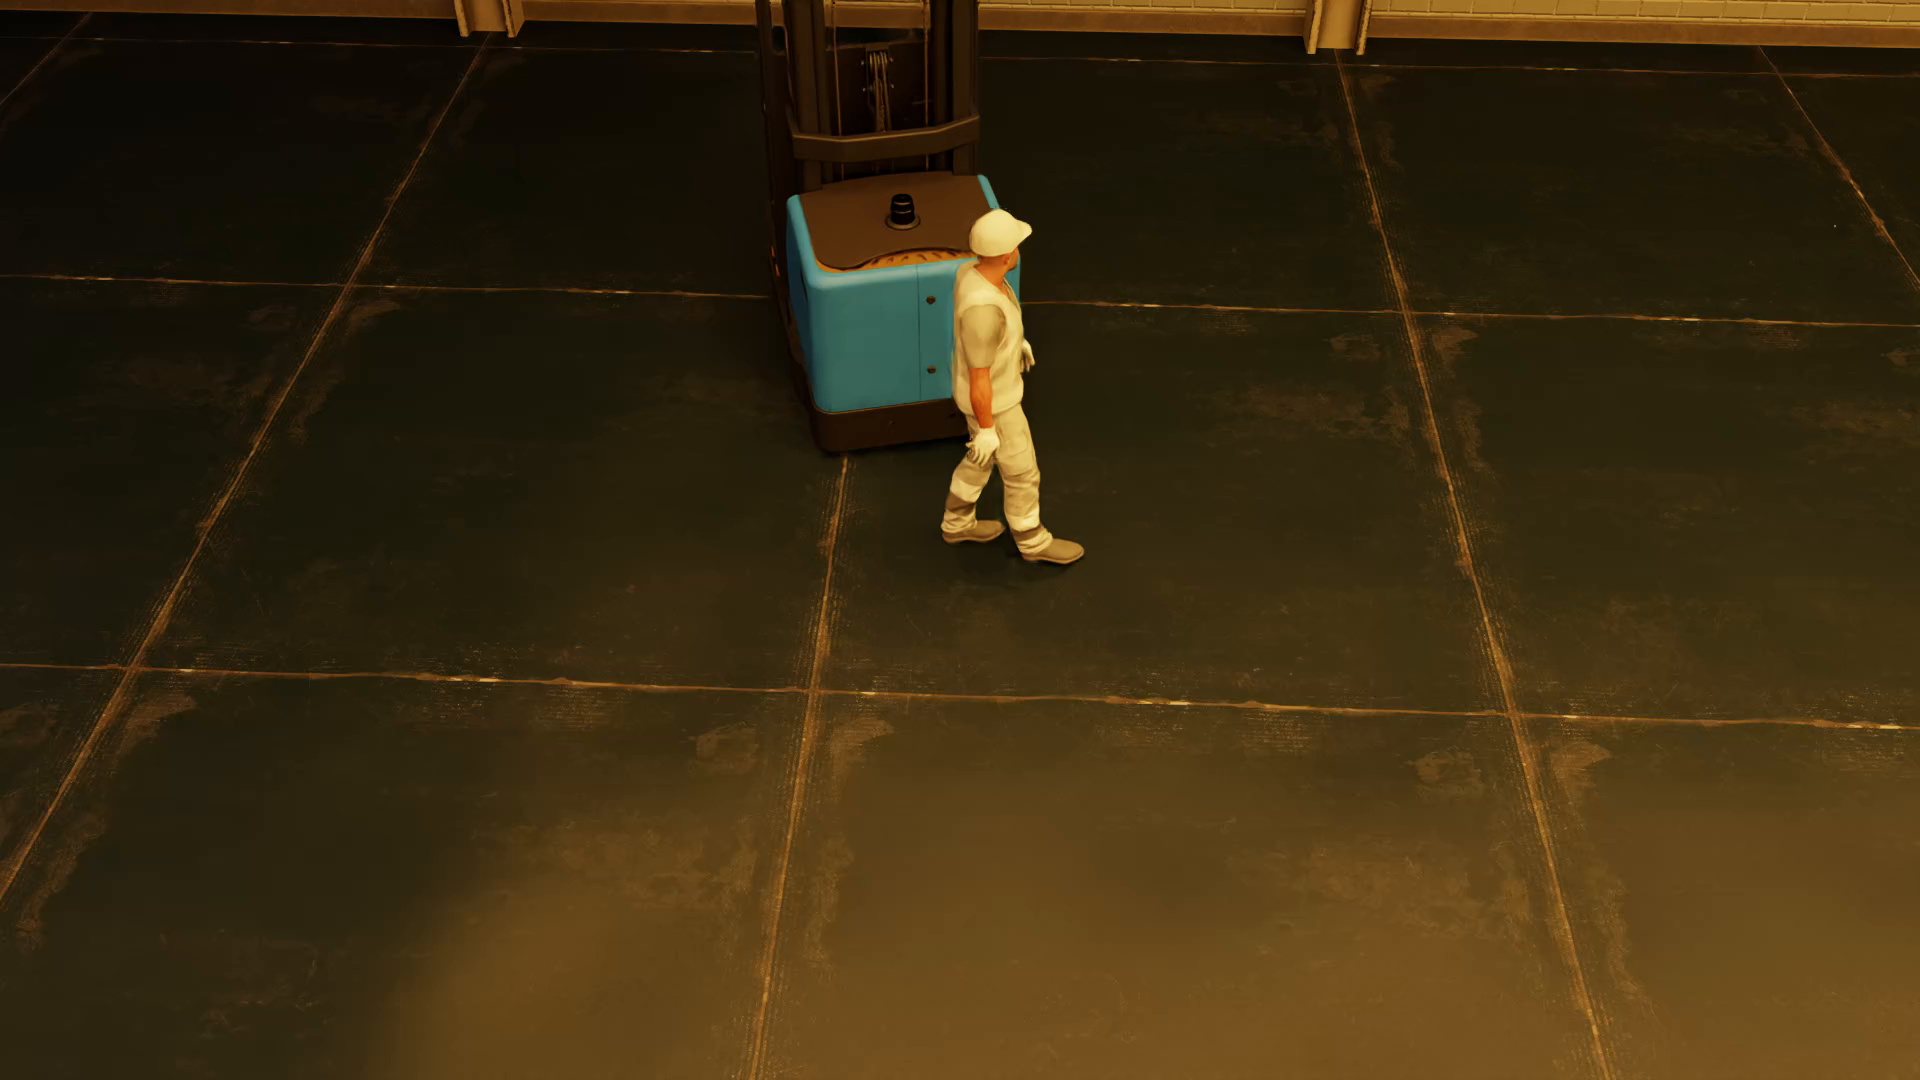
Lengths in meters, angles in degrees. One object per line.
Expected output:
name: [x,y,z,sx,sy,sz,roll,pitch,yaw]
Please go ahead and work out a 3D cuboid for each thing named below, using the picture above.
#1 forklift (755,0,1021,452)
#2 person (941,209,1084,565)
forklift: [-0.502,-2.527,8.510,1.130,2.935,3.031,-8,43,-9]
person: [0.238,-0.658,7.336,0.655,1.774,0.724,-3,43,-4]
